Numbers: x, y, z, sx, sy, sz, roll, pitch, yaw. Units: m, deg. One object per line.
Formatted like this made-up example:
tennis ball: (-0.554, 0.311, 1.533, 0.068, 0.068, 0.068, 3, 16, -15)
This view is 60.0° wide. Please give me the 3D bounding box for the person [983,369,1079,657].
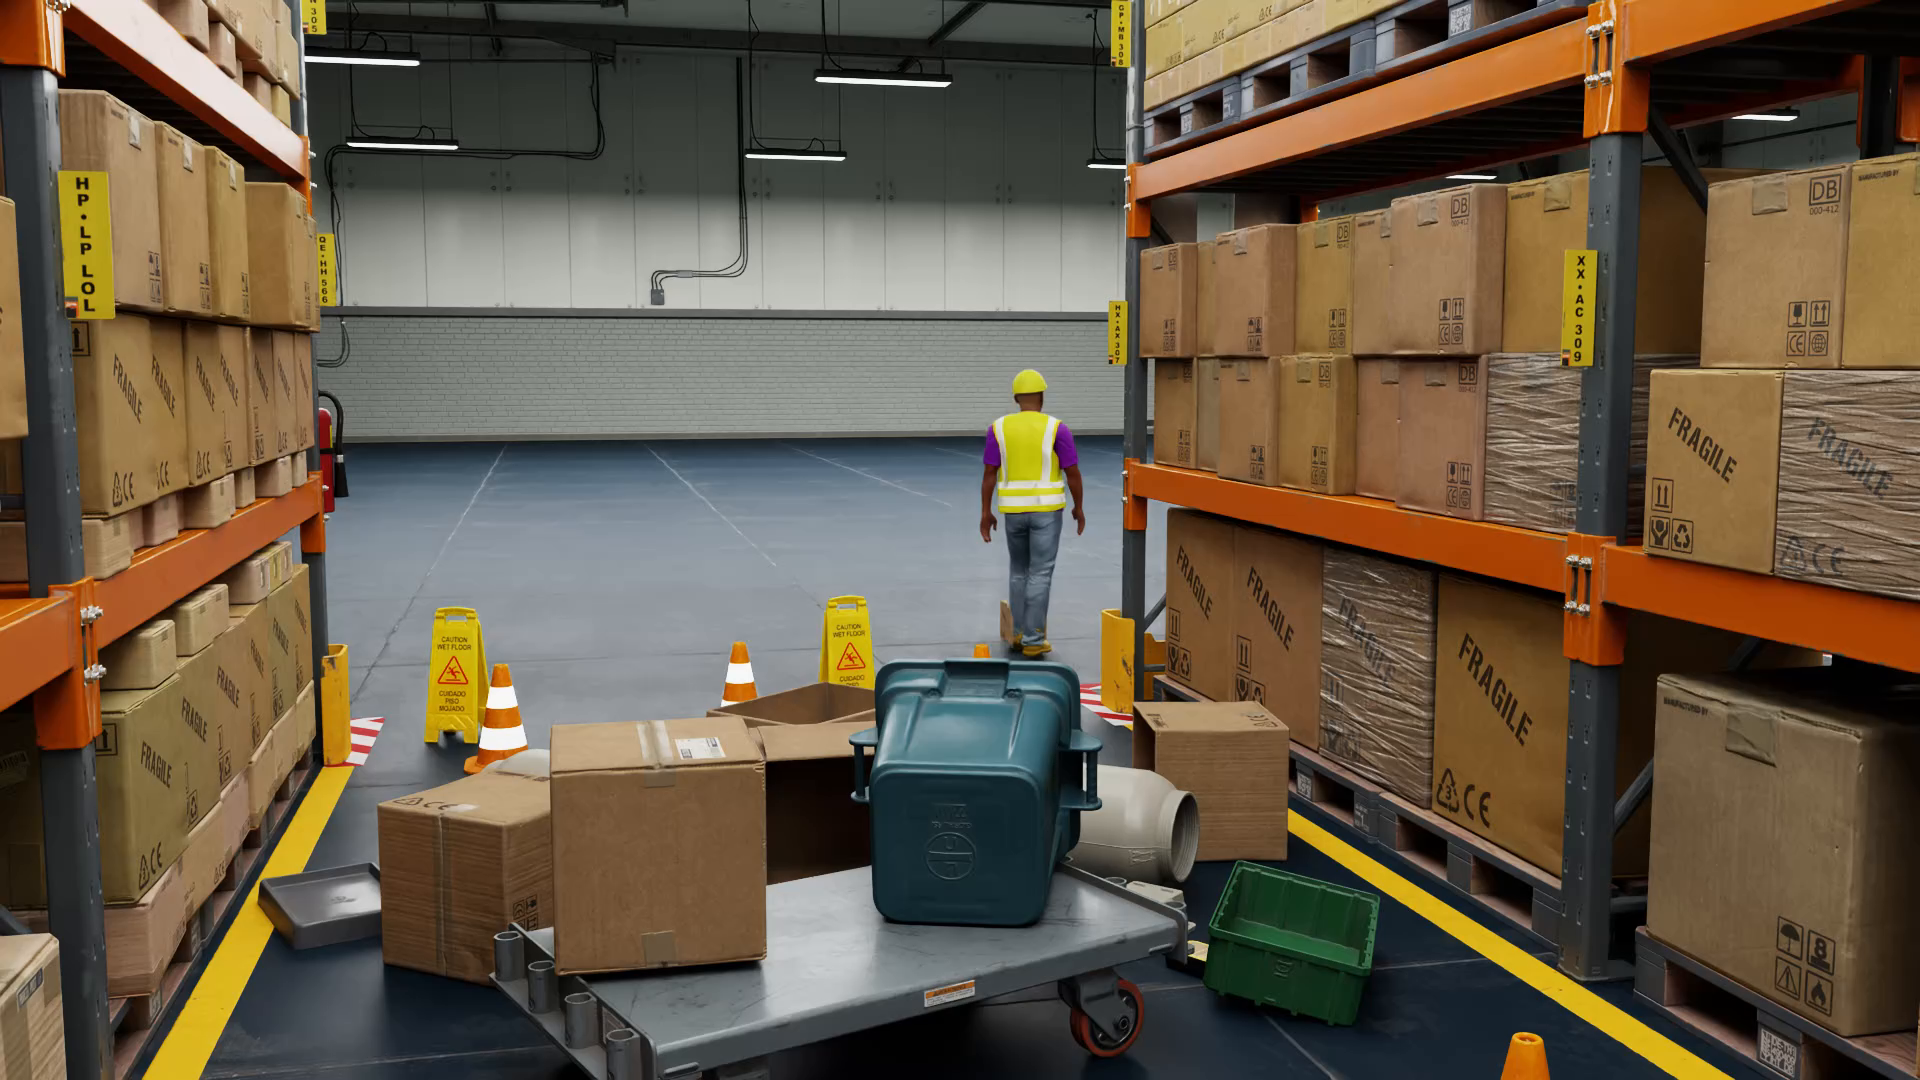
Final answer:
person: (0.468, -0.145, 10.340, 0.588, 1.826, 0.563, 2, 7, 21)
